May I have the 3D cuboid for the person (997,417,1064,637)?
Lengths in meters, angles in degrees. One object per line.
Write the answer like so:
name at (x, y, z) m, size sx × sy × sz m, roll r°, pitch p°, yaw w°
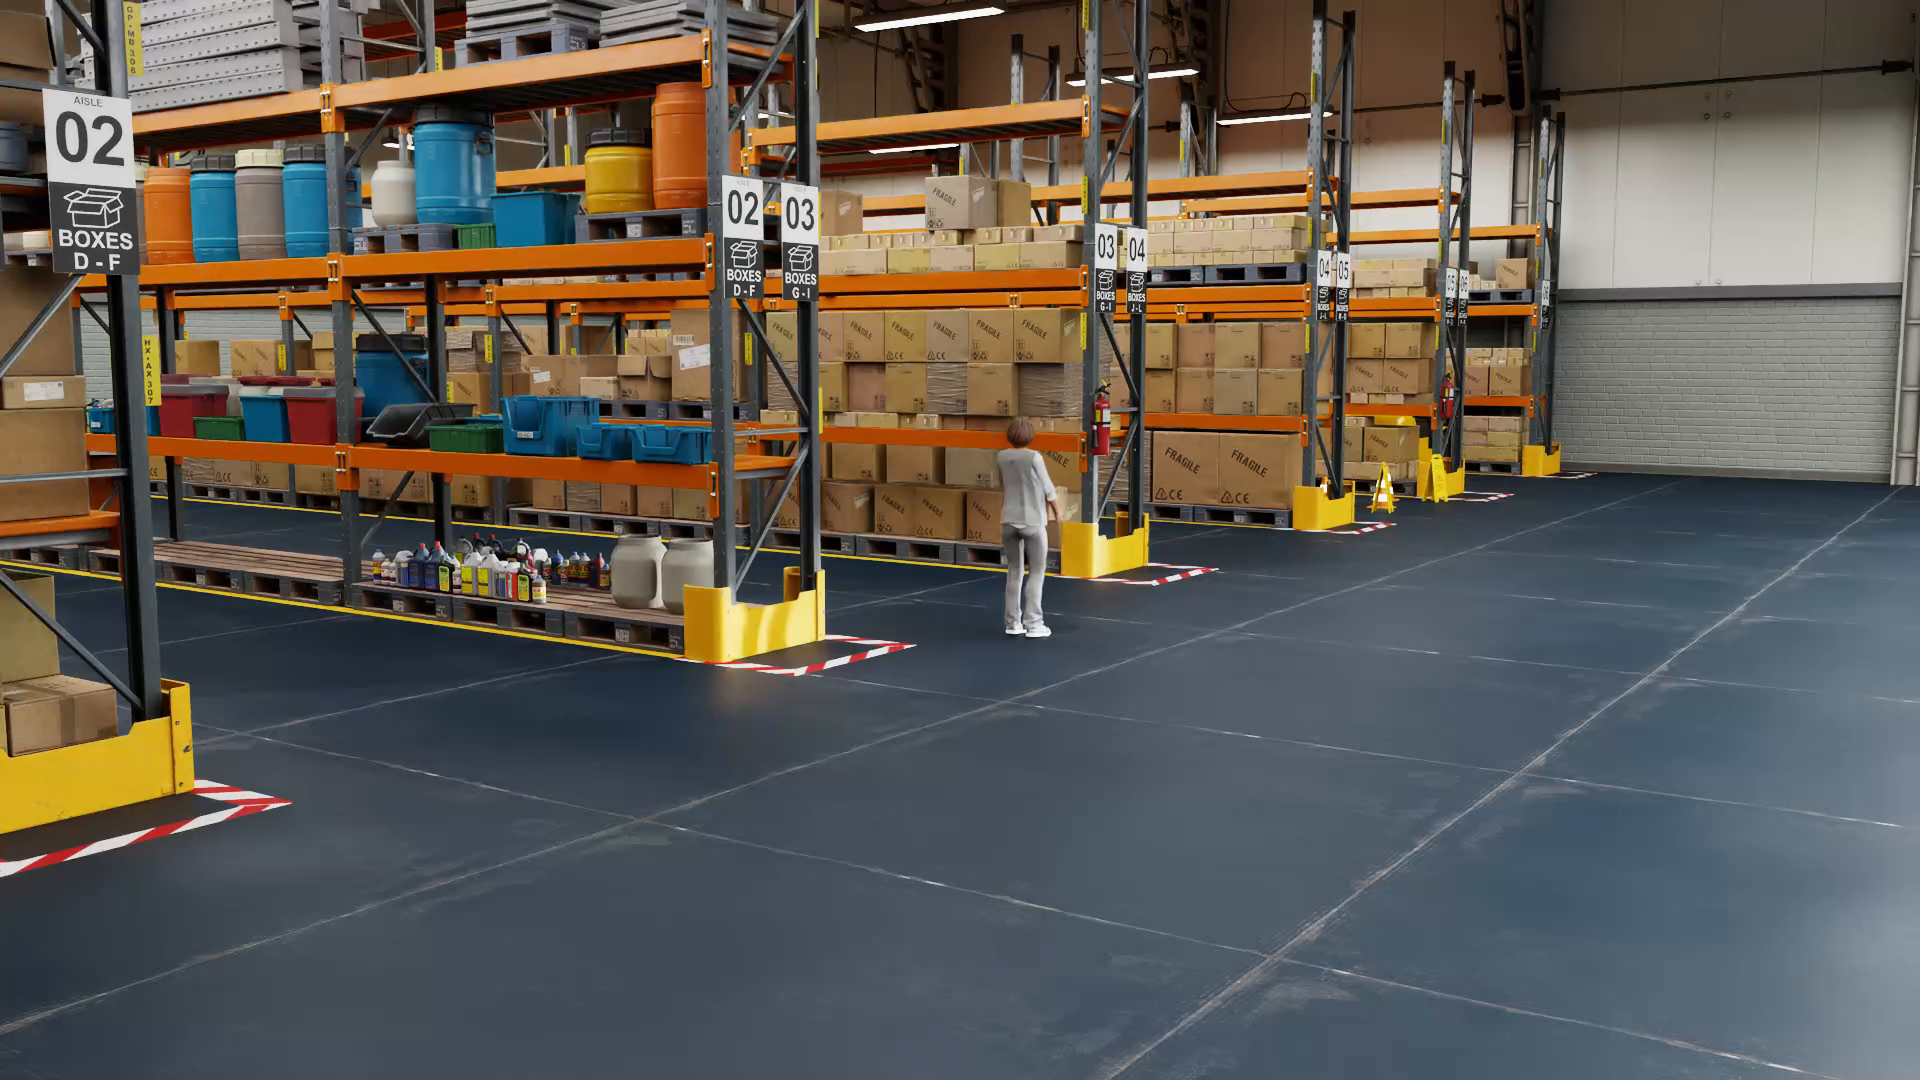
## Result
person at (0.508, -0.100, 12.089) m, size 0.385 × 1.598 × 0.498 m, roll 4°, pitch 8°, yaw 33°
